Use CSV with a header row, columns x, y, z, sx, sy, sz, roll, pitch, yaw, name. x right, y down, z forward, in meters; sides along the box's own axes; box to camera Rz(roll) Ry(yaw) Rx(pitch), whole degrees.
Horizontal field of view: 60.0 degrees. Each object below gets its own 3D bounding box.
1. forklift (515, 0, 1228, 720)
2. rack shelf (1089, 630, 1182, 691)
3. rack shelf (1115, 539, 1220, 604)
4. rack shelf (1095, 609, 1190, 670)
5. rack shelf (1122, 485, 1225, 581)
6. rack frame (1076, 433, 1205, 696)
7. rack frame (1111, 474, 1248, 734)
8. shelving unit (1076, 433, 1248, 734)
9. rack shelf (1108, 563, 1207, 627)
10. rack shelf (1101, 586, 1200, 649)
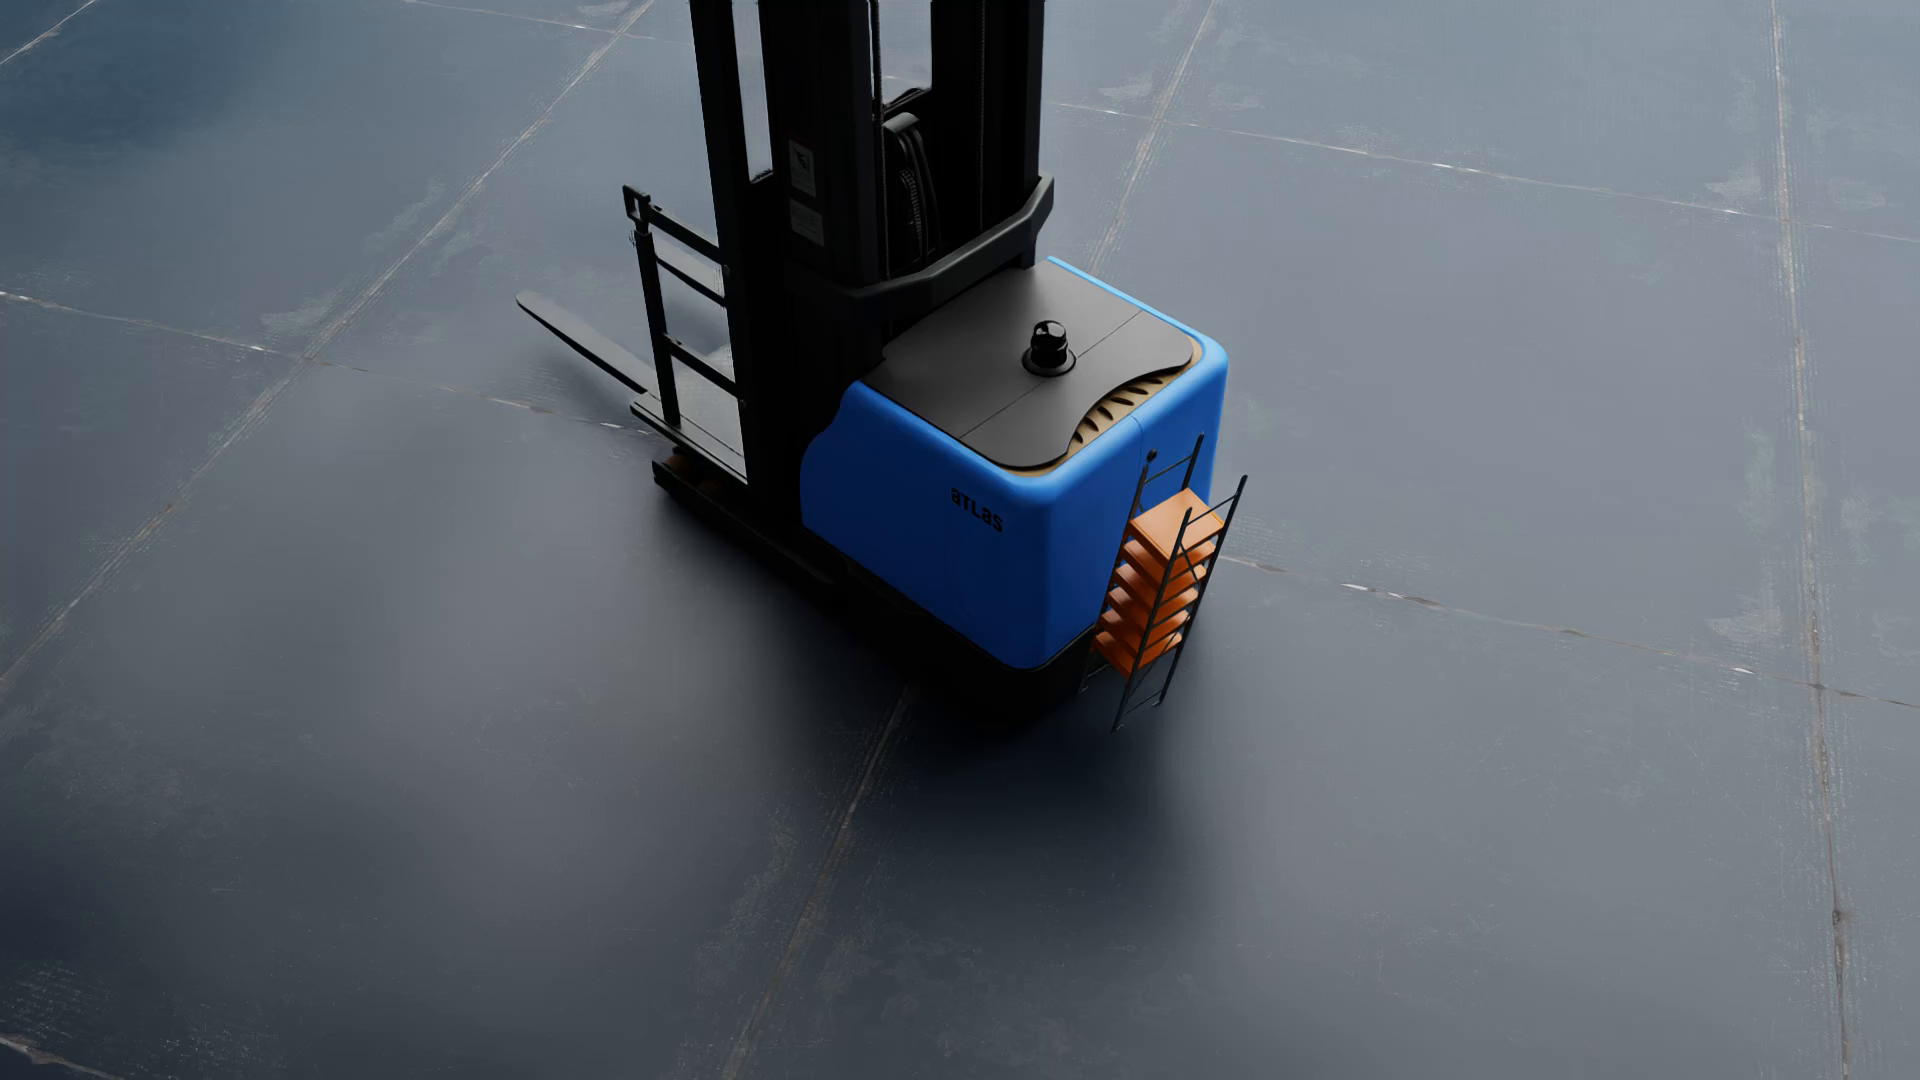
x,y,z,sx,sy,sz,roll,pitch,yaw,name
-0.537,-1.357,5.541,3.031,2.935,1.130,33,53,29,forklift
0.579,0.344,5.430,0.258,0.103,0.180,-29,61,-26,rack shelf
0.629,0.050,5.054,0.258,0.103,0.180,-29,61,-26,rack shelf
0.591,0.271,5.336,0.258,0.103,0.180,-29,61,-26,rack shelf
0.642,-0.023,4.960,0.258,0.103,0.180,-29,61,-26,rack shelf
0.553,0.110,5.247,0.240,1.200,0.006,-29,61,-26,rack frame
0.665,0.230,5.168,0.240,1.200,0.006,-29,61,-26,rack frame
0.609,0.170,5.207,0.258,1.200,0.189,-29,61,-26,shelving unit
0.617,0.124,5.148,0.258,0.103,0.180,-29,61,-26,rack shelf
0.604,0.197,5.242,0.258,0.103,0.180,-29,61,-26,rack shelf
